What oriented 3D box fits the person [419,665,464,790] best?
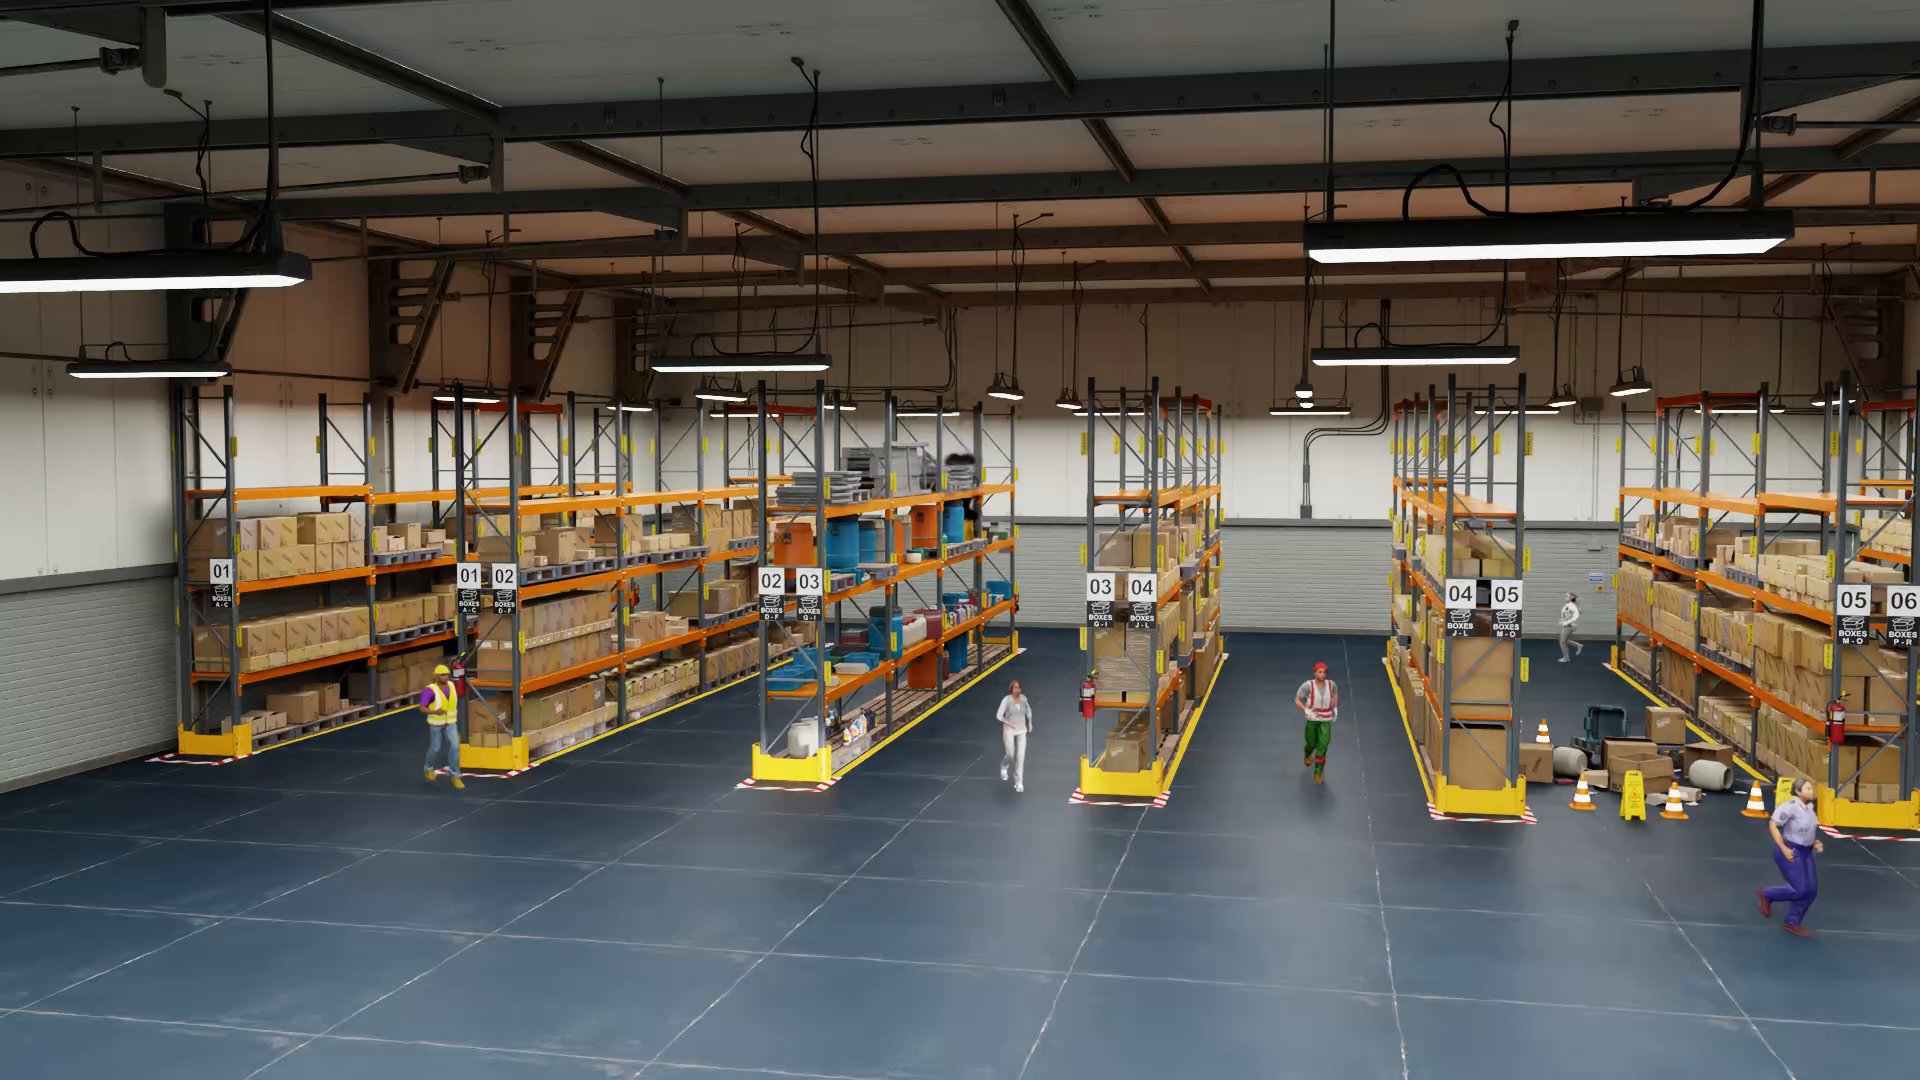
[{"bbox_3d":[-7.662,2.741,24.522,0.691,1.820,0.883,-3,4,-42],"label":"person"}]

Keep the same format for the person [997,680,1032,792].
[{"bbox_3d":[0.802,2.849,24.428,0.568,1.612,0.744,-1,3,-15],"label":"person"}]

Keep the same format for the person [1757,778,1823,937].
[{"bbox_3d":[8.588,3.255,17.198,0.624,1.601,0.546,-2,4,-37],"label":"person"}]

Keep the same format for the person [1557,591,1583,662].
[{"bbox_3d":[14.239,2.017,38.723,0.586,1.659,0.617,0,3,5],"label":"person"}]

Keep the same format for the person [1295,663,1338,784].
[{"bbox_3d":[5.388,2.717,25.080,0.683,1.772,0.974,0,3,-3],"label":"person"}]
